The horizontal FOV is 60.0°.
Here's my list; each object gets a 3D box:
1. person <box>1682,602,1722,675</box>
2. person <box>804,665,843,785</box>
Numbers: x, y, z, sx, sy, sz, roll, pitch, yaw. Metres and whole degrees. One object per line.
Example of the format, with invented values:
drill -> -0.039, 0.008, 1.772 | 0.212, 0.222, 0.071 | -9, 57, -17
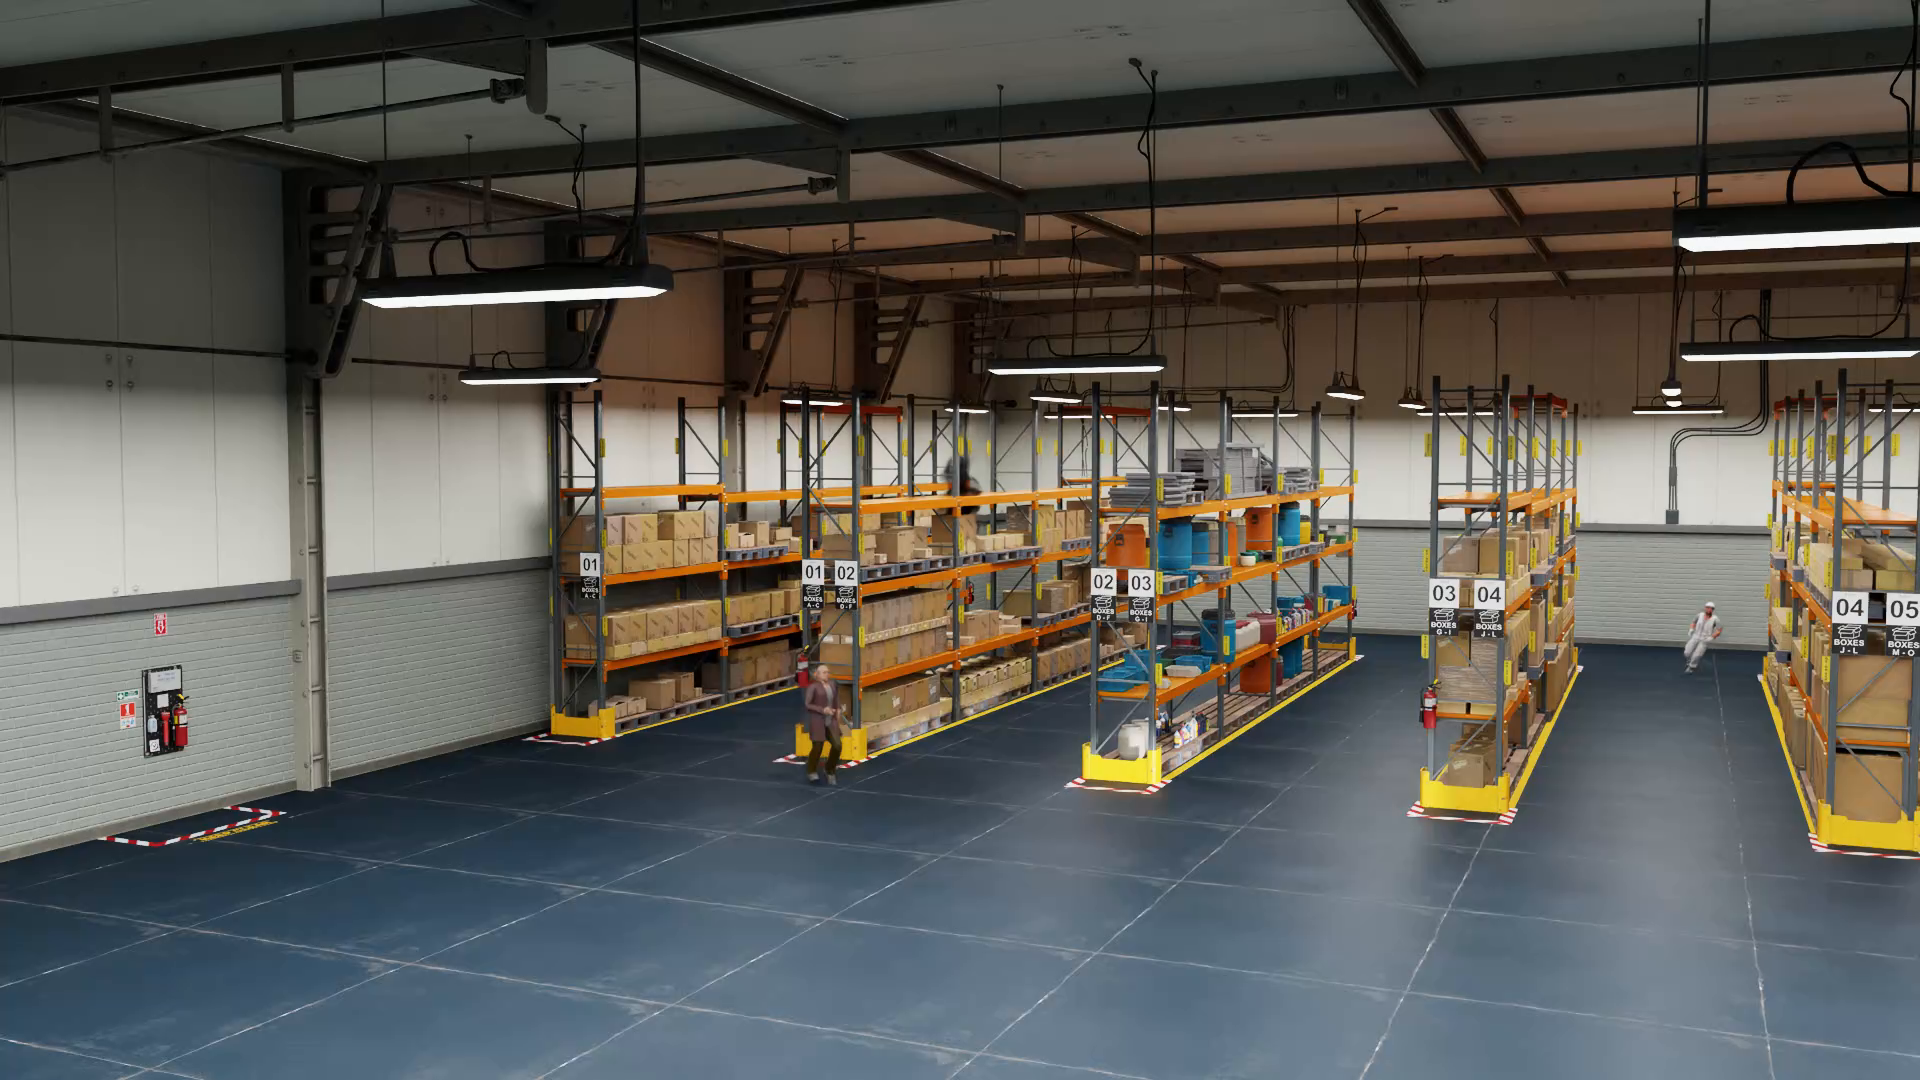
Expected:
person -> 16.196, 2.164, 36.366 | 0.523, 1.650, 0.811 | -2, 4, -38
person -> -2.007, 2.770, 24.727 | 0.735, 1.840, 0.797 | -2, 4, -37
